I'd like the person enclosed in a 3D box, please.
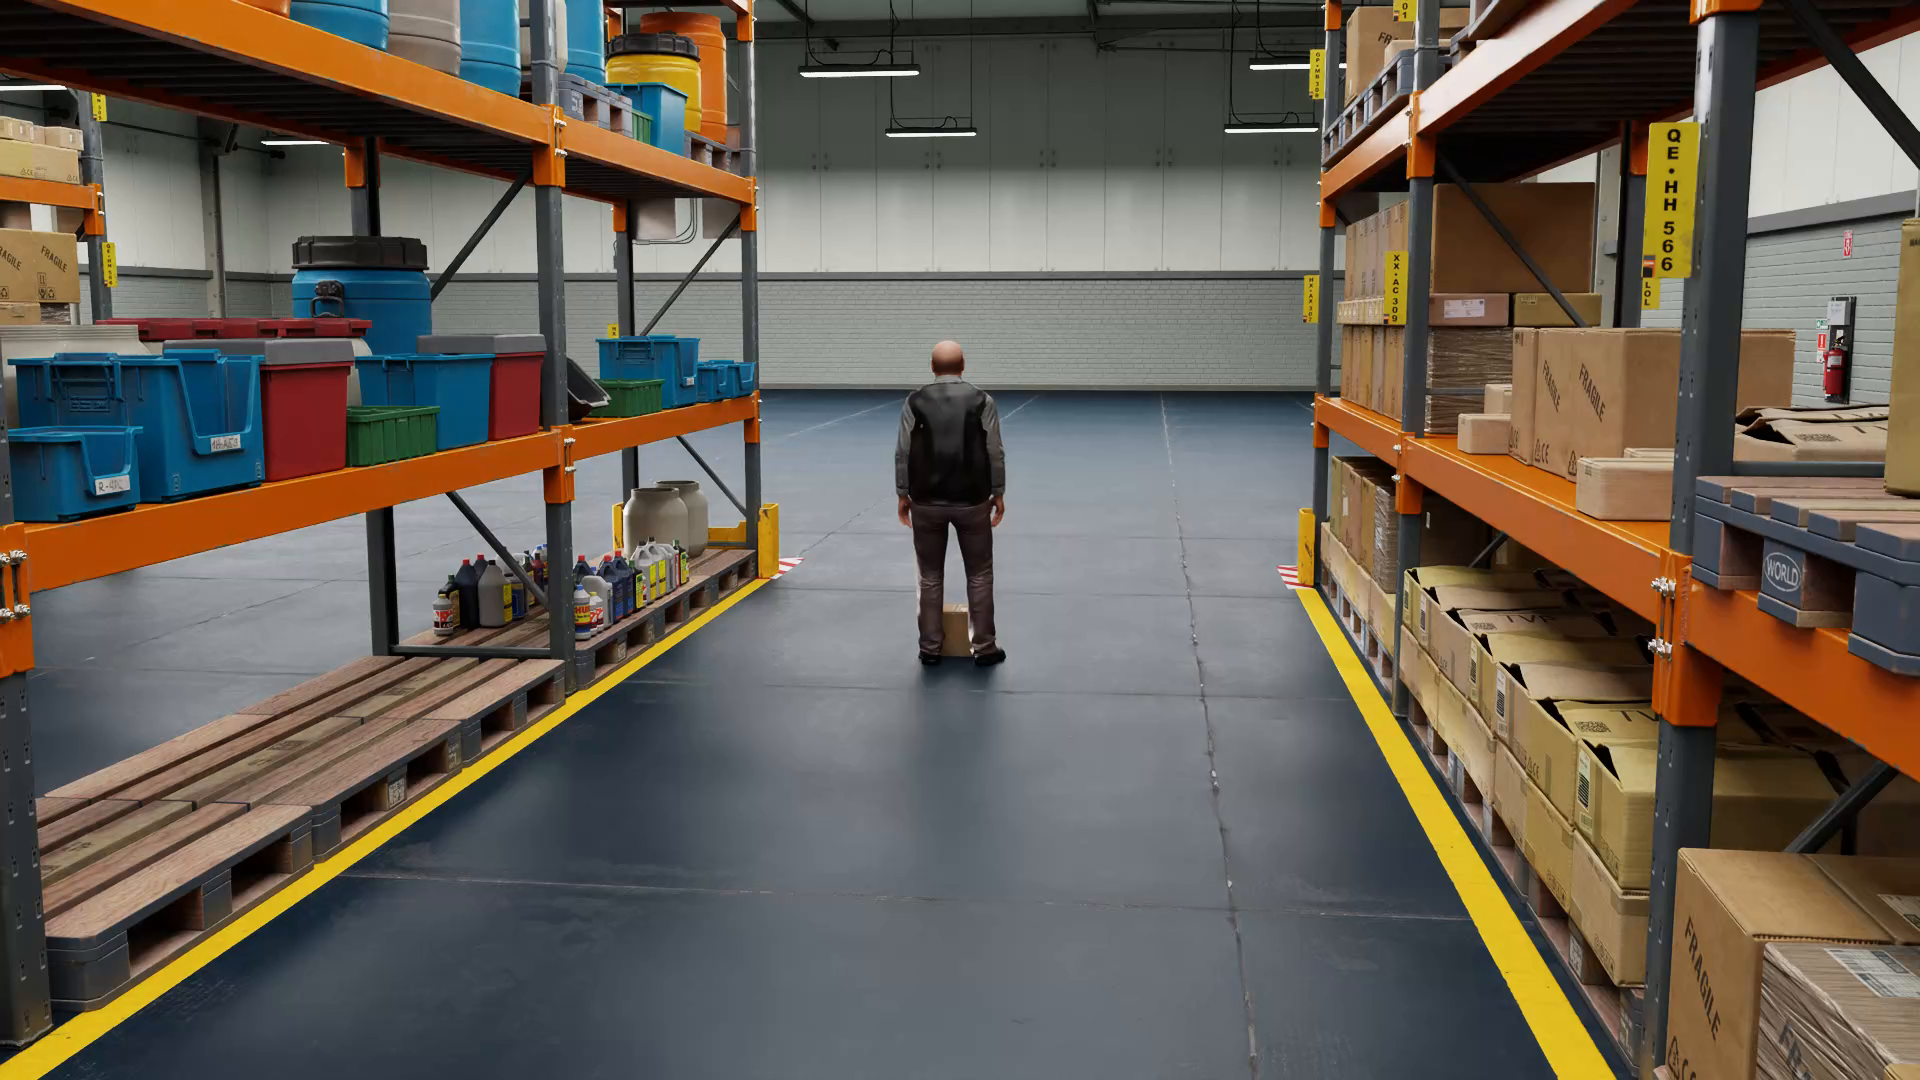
[{"bbox_3d":[-0.051,-0.194,8.845,0.592,1.722,0.416,0,8,4],"label":"person"}]
